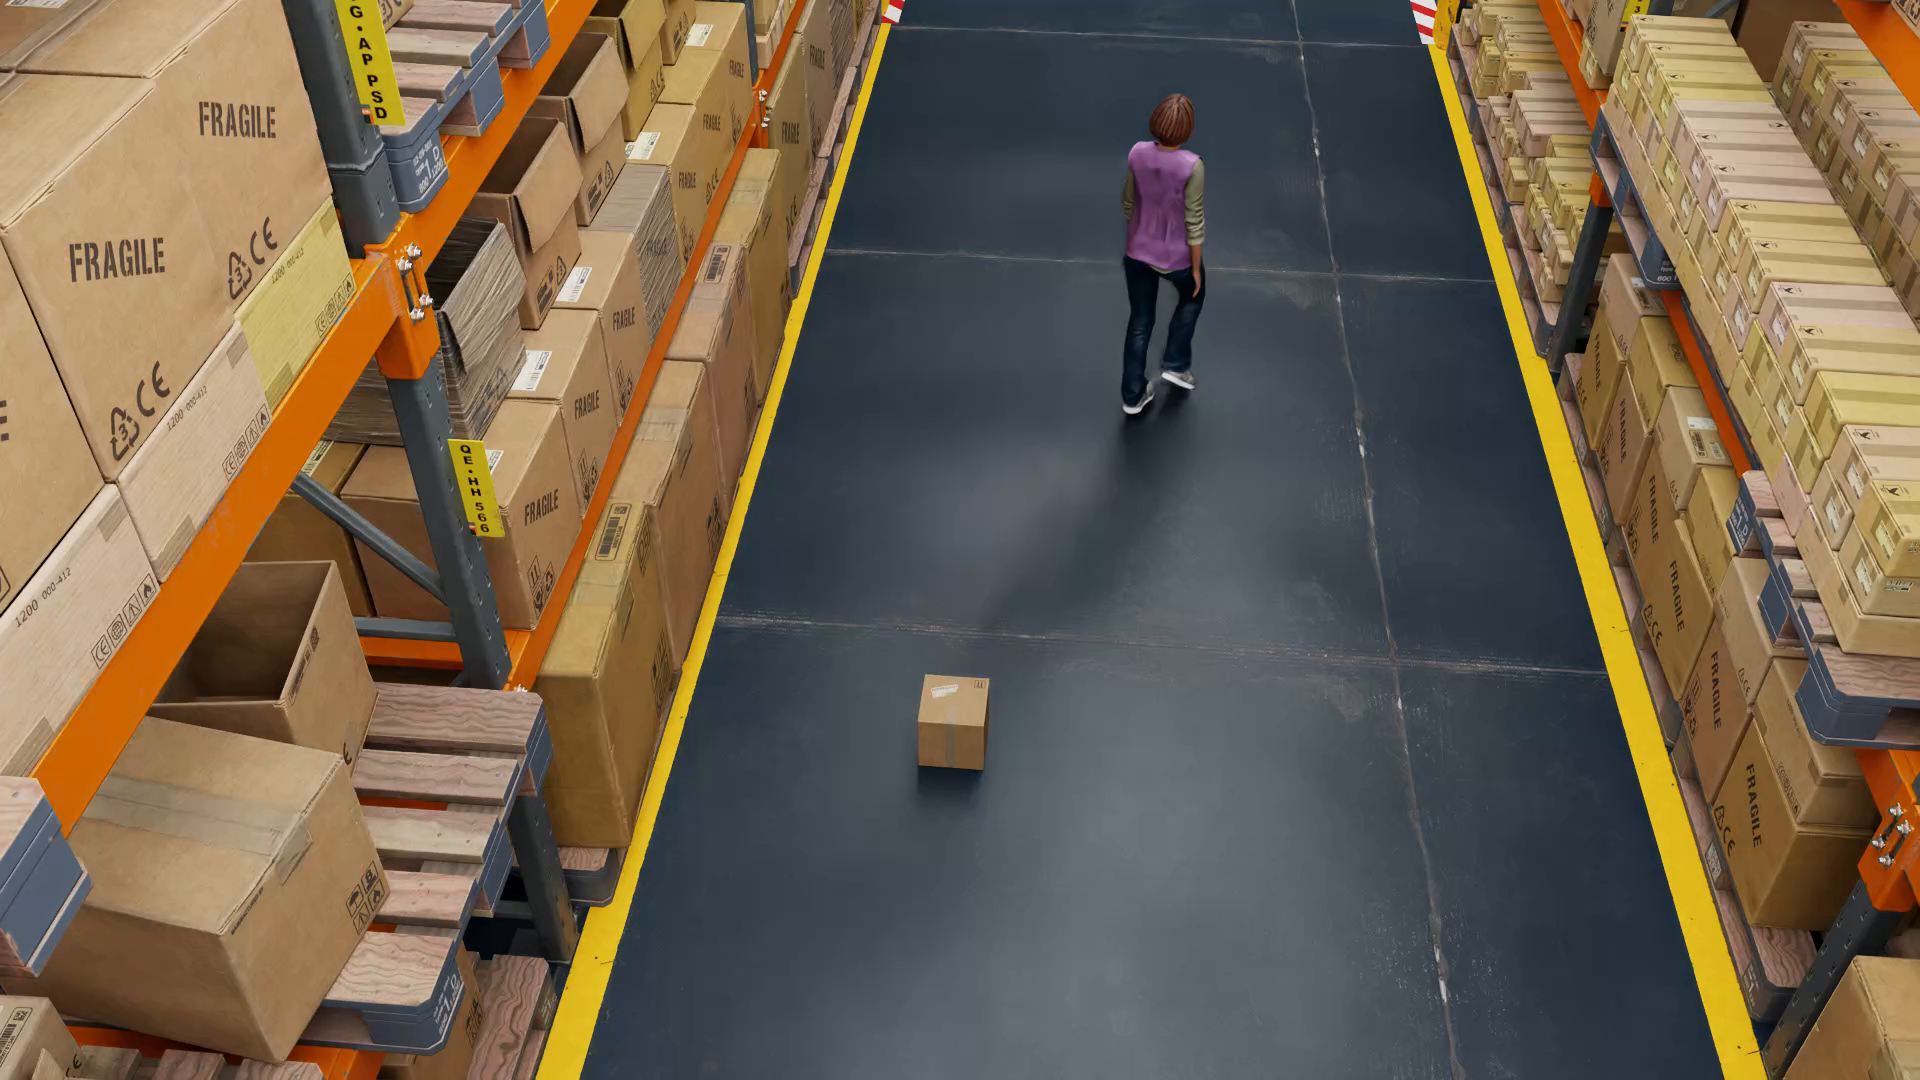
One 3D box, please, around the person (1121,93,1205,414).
[{"bbox_3d":[0.933,-1.300,7.688,0.454,1.648,0.519,19,44,21],"label":"person"}]
